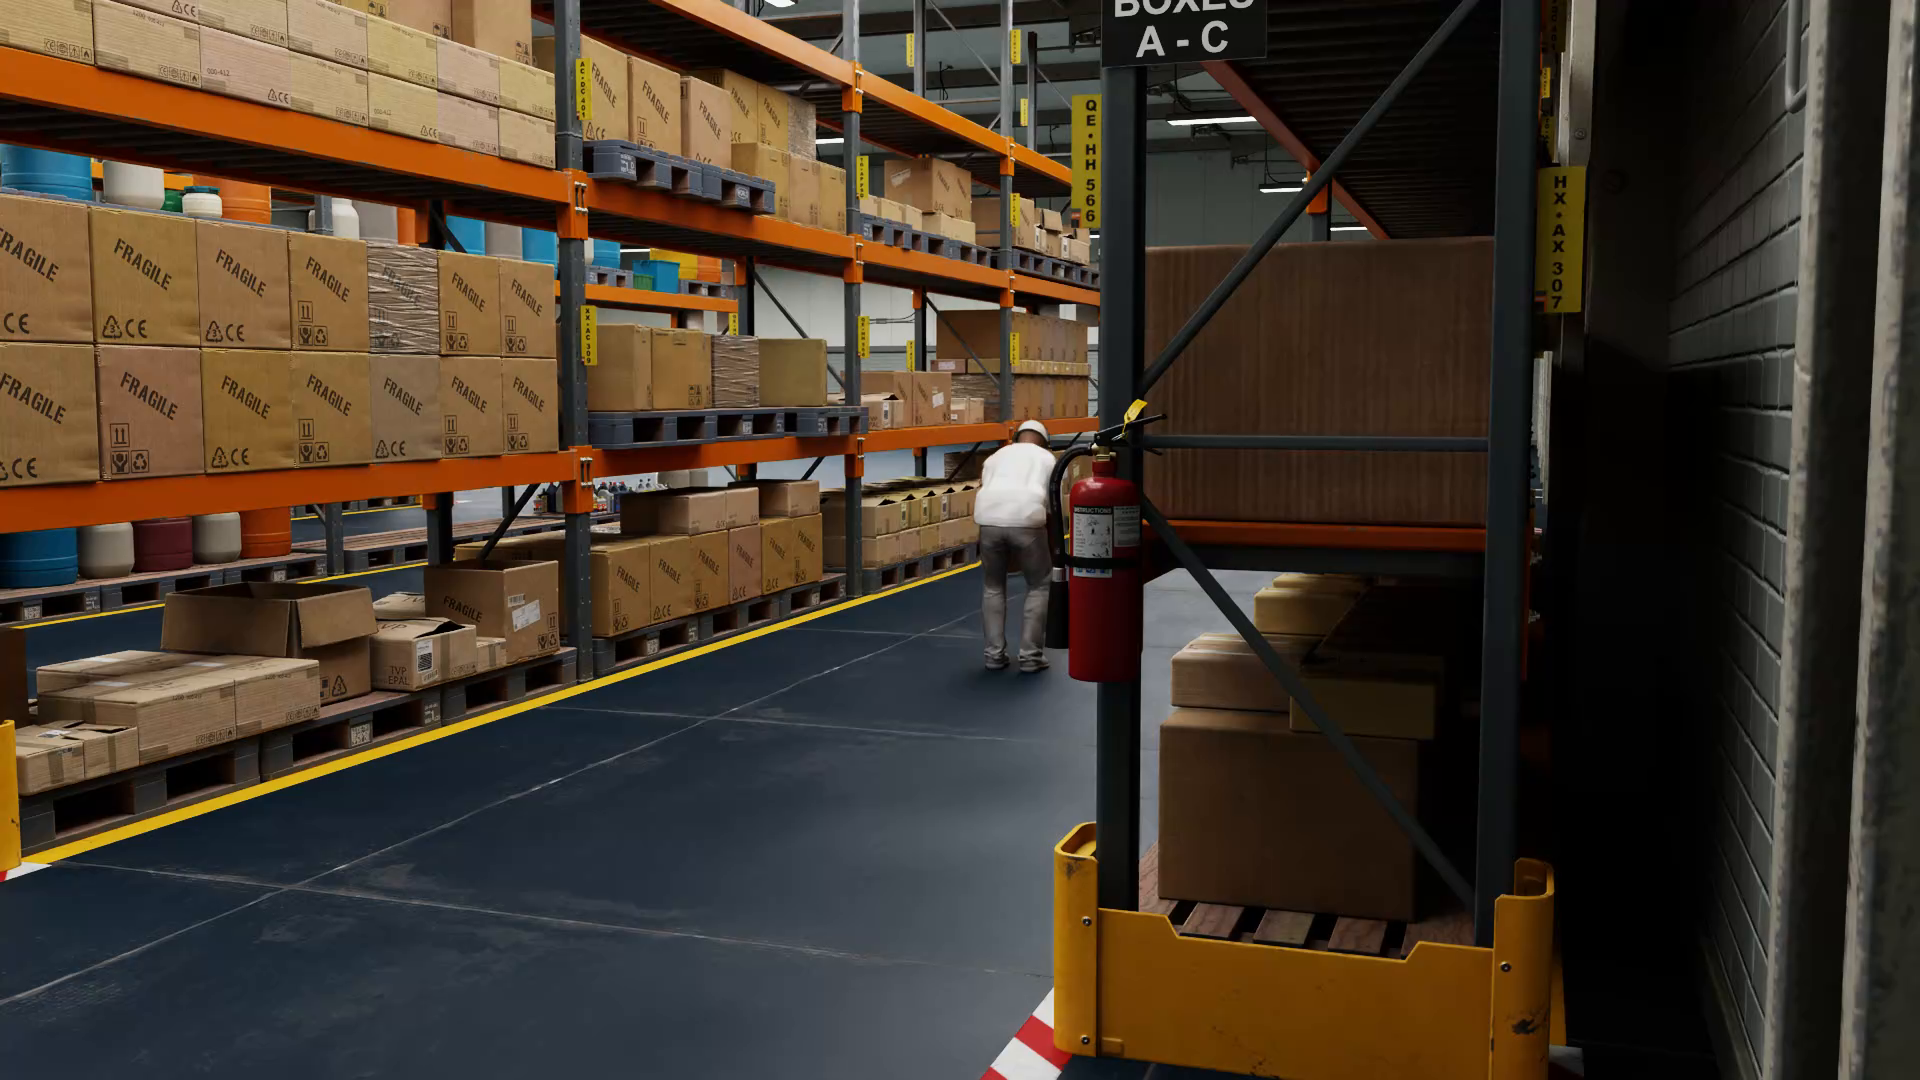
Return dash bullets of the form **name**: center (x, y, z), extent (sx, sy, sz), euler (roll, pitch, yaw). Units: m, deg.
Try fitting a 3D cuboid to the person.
- **person**: center (0.351, 0.016, 9.913), extent (0.488, 1.454, 0.857), euler (2, 5, 17)
